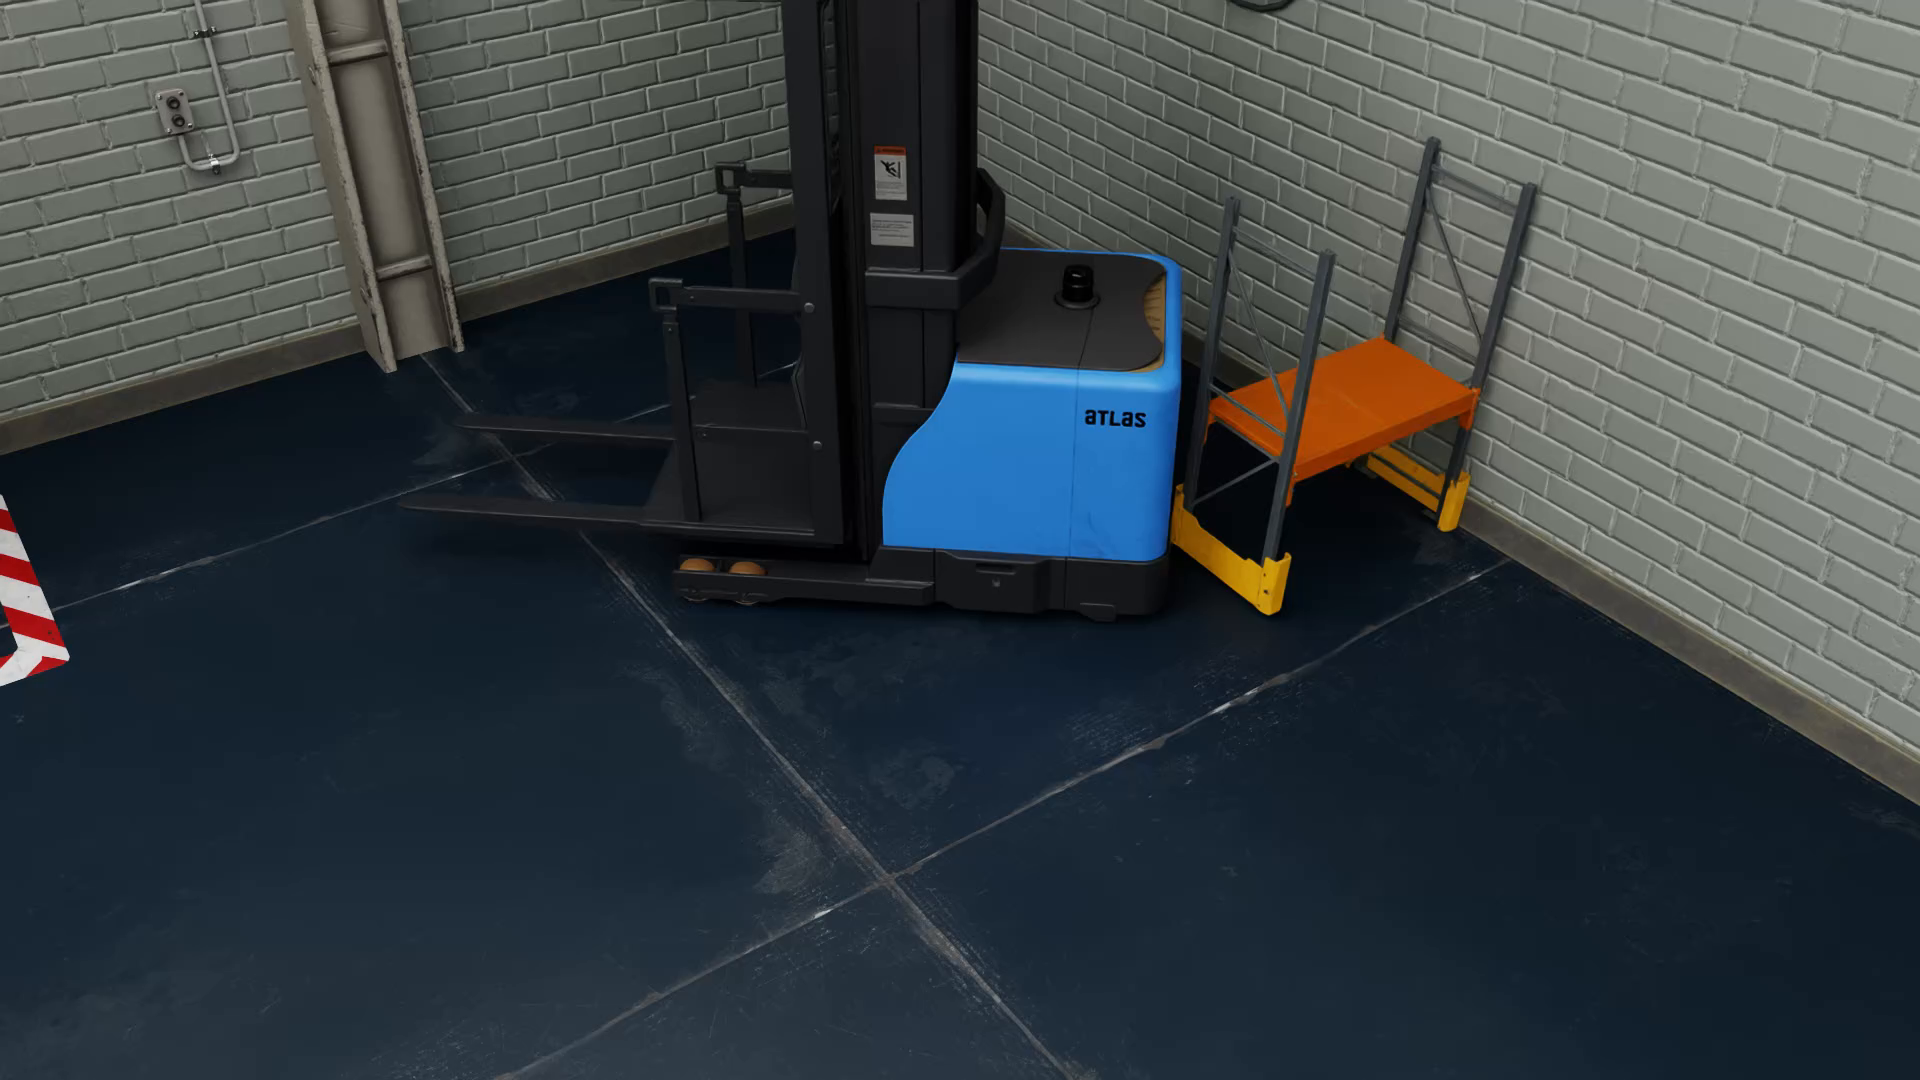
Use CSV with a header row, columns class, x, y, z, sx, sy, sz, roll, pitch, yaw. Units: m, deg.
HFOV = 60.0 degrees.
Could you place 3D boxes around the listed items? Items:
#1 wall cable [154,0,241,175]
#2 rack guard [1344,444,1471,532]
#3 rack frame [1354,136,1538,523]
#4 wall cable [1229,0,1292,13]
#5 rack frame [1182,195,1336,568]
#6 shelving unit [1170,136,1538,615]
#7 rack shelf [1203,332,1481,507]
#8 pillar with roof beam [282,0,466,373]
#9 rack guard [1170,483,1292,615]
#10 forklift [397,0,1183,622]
class,x,y,z,sx,sy,sz,roll,pitch,yaw
wall cable,-3.840,-2.117,6.255,1.851,1.984,0.084,-22,41,-28
rack guard,1.851,-0.290,6.916,0.087,0.250,0.587,-21,43,-29
rack frame,1.878,-0.789,6.541,0.032,1.500,0.500,-21,43,-29
wall cable,0.487,-3.730,6.888,0.112,2.526,3.097,-22,41,-28
rack frame,1.047,-0.465,6.053,0.032,1.500,0.500,-21,43,-29
shelving unit,1.470,-0.630,6.301,1.083,1.500,0.587,-21,43,-29
rack shelf,1.455,-0.483,6.405,1.000,0.185,0.538,-21,43,-29
pillar with roof beam,-0.153,-2.525,2.553,0.400,9.000,9.100,-22,41,-28
rack guard,1.037,0.028,6.439,0.087,0.250,0.587,-21,43,-29
forklift,-0.681,-1.244,5.969,3.031,2.935,1.130,4,36,5
